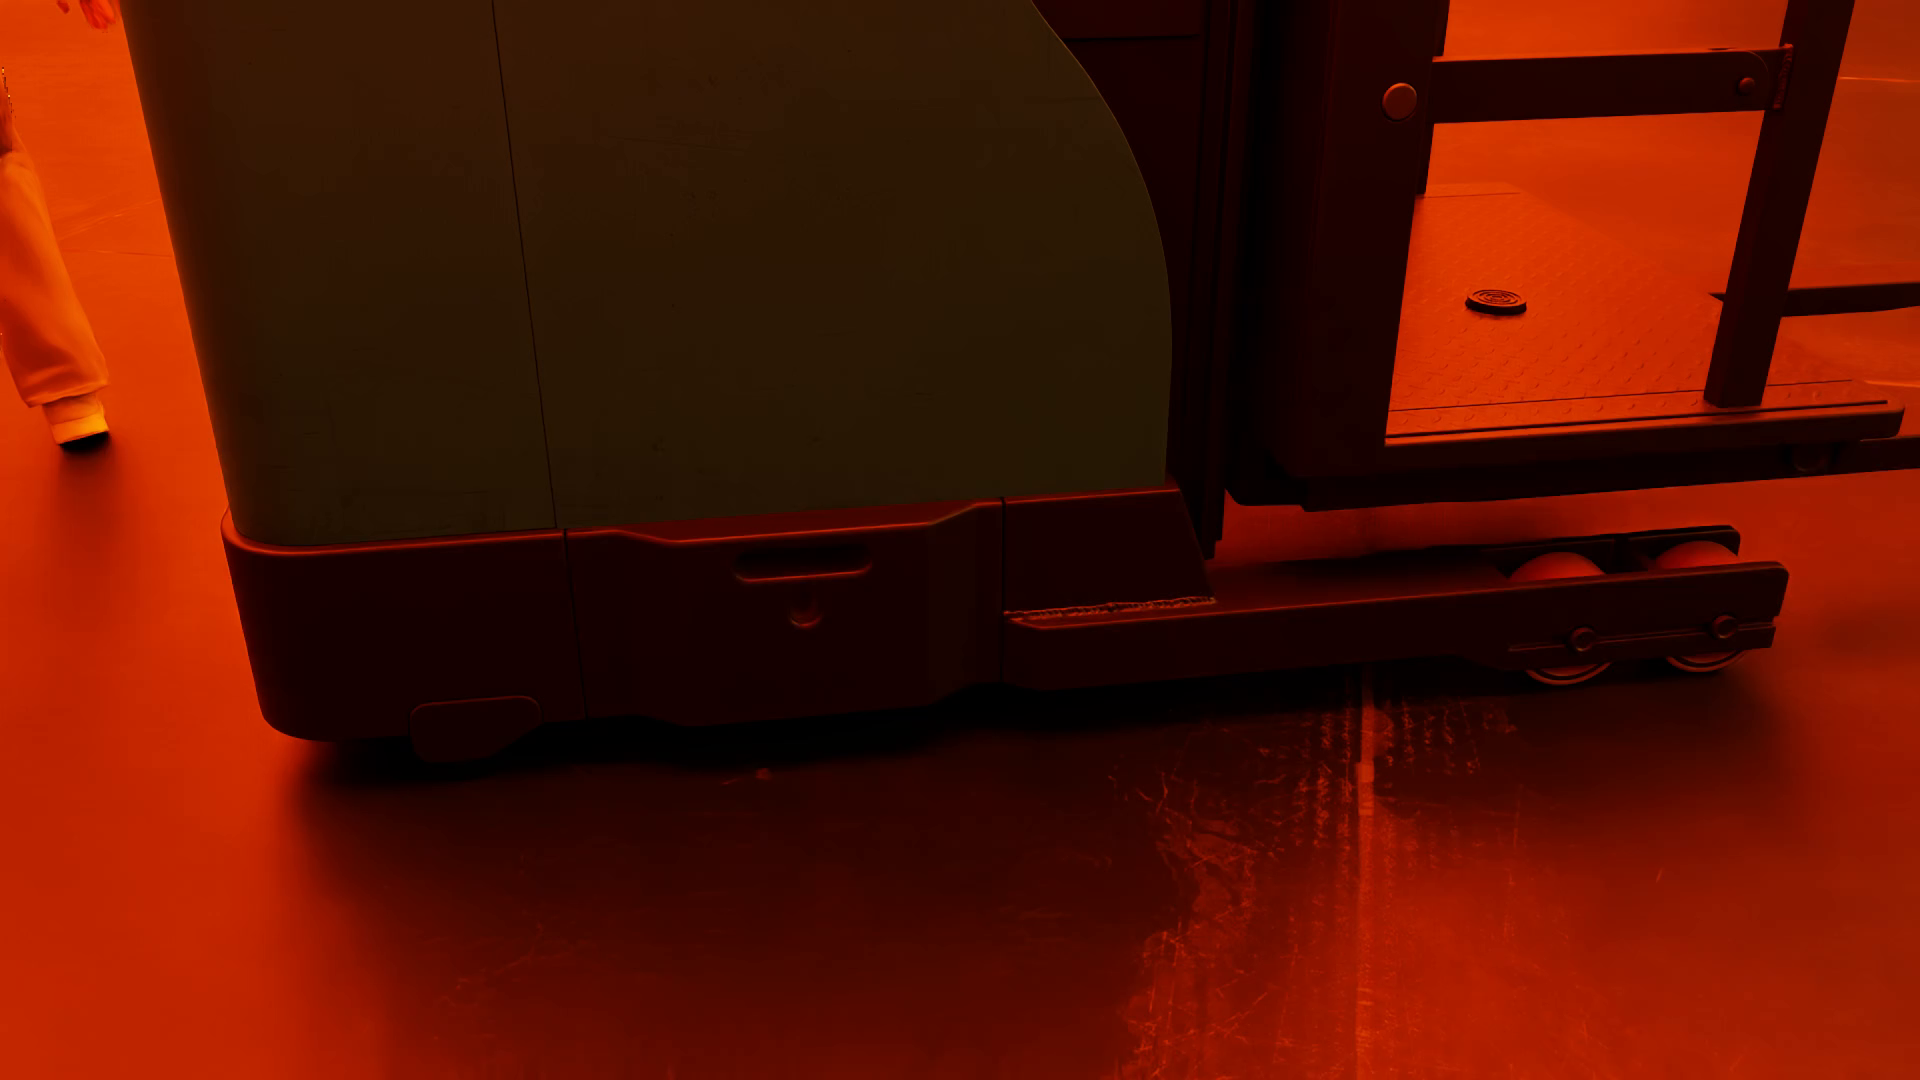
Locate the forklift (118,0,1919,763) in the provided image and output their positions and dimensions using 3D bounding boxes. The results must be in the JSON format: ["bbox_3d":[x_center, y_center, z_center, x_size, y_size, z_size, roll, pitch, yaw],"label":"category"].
[{"bbox_3d":[0.600,-1.354,1.930,3.031,2.935,1.130,-4,27,-9],"label":"forklift"}]

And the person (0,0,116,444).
[{"bbox_3d":[-1.624,-0.782,2.406,0.500,1.527,0.921,17,31,30],"label":"person"}]
